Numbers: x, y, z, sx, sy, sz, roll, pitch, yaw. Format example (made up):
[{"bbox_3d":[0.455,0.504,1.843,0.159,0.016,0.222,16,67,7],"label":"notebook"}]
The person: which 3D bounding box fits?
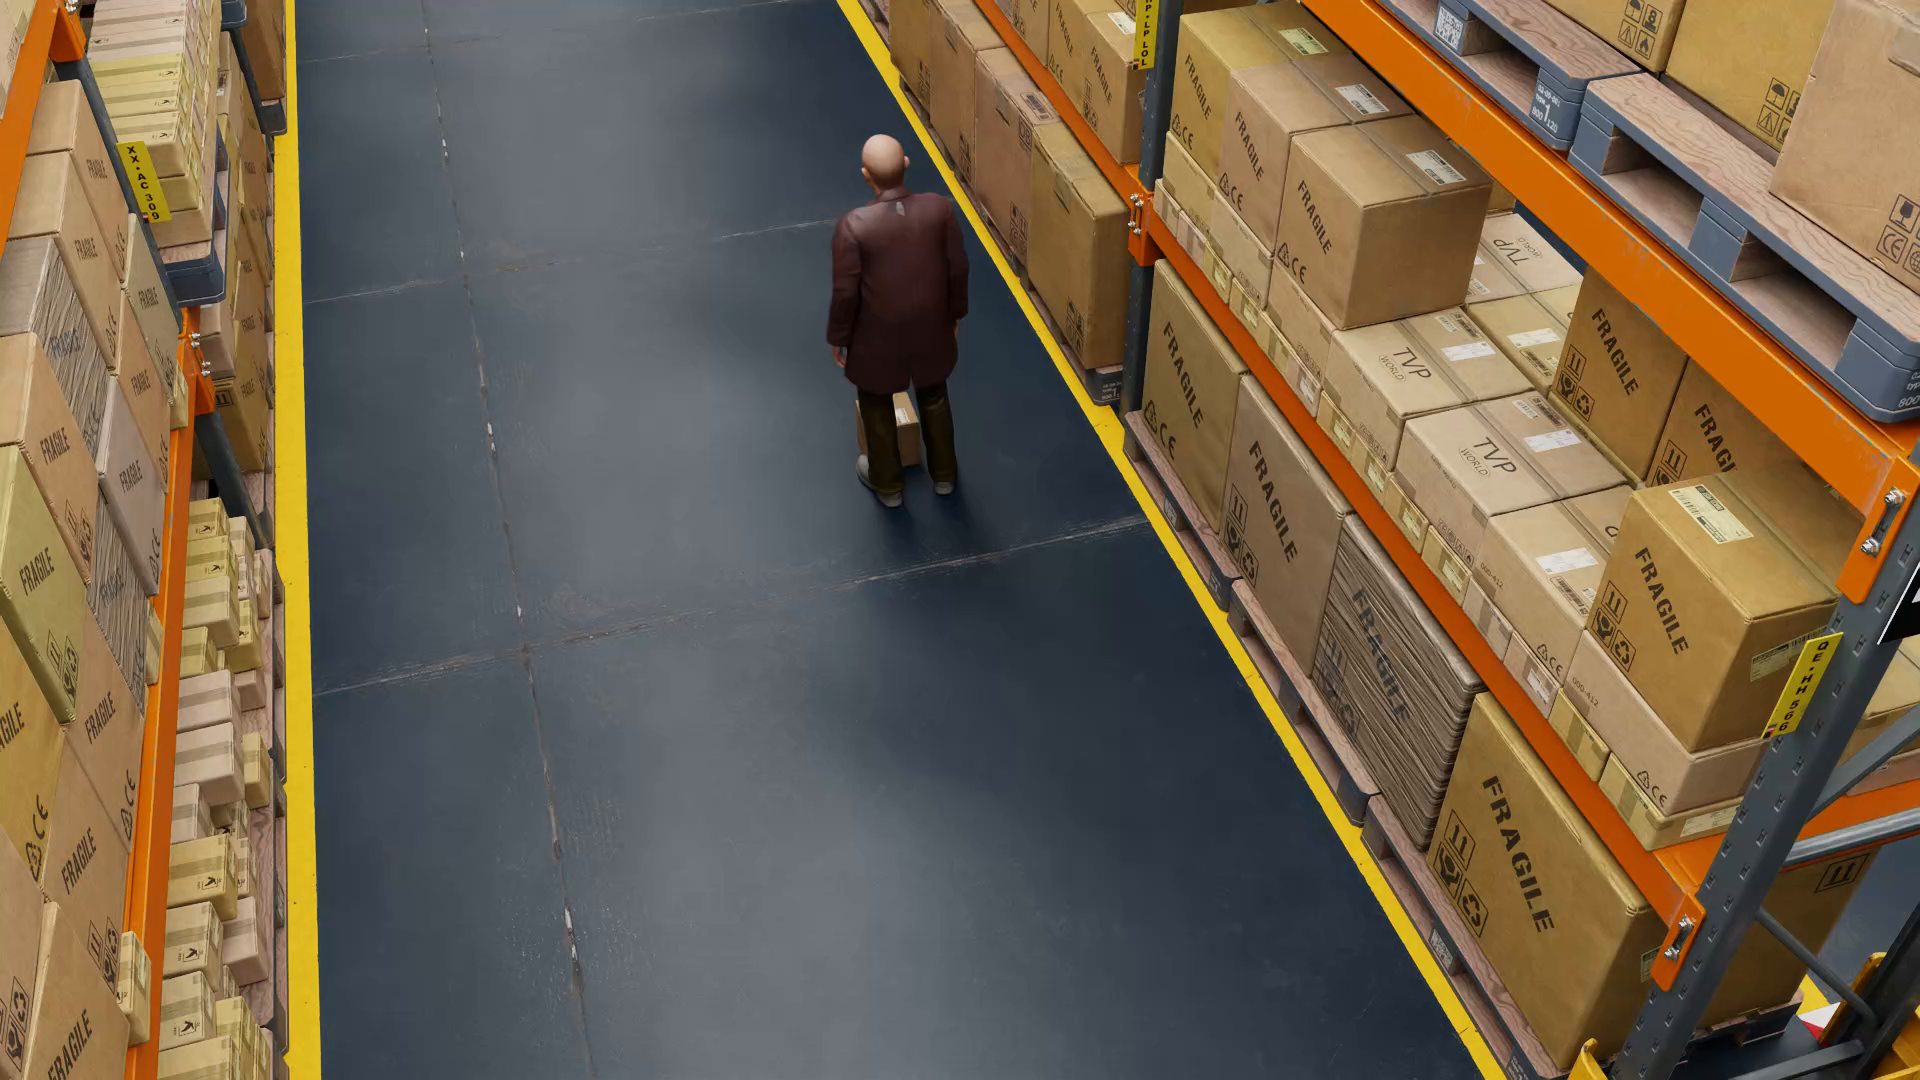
[{"bbox_3d":[-0.270,-0.923,7.209,0.648,1.772,0.429,-14,44,-16],"label":"person"}]
